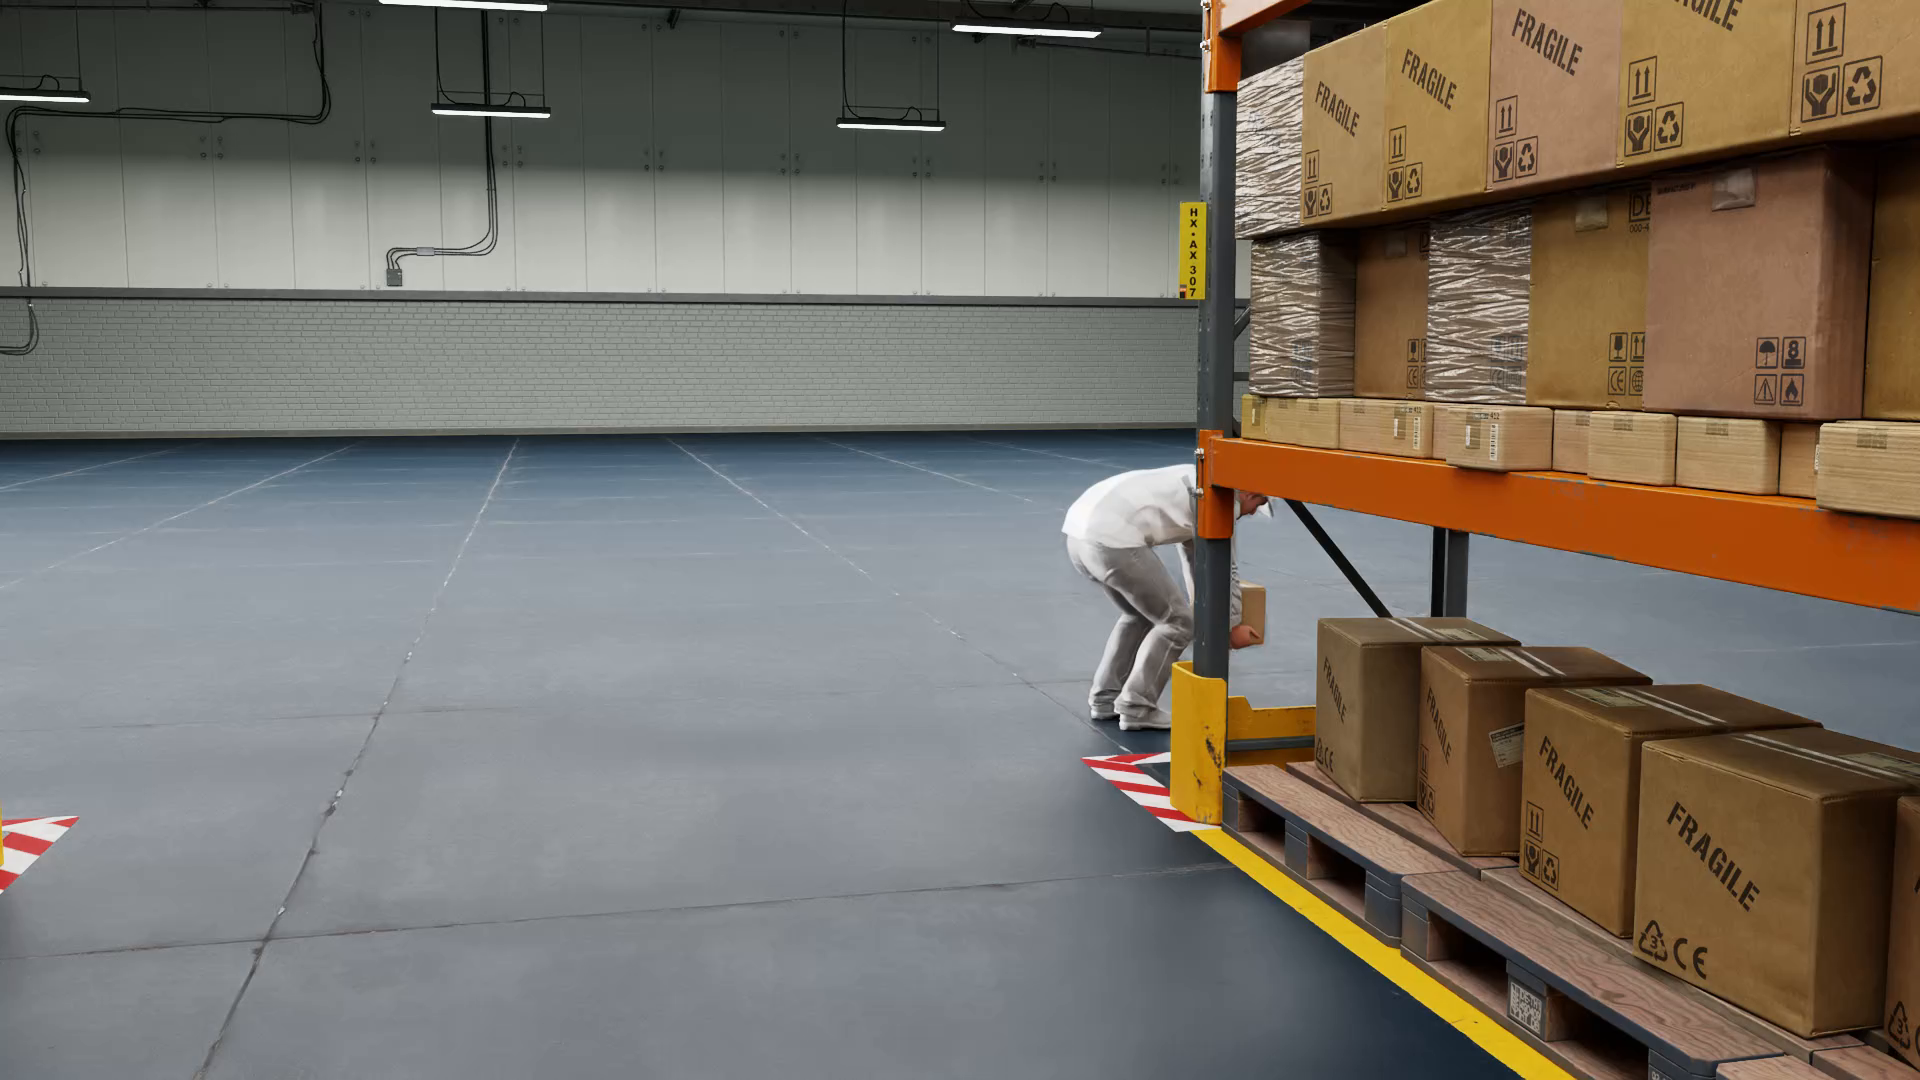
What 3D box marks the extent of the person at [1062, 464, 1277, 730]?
[{"bbox_3d":[0.938,0.214,7.222,0.988,1.157,0.486,-2,6,-16],"label":"person"}]
